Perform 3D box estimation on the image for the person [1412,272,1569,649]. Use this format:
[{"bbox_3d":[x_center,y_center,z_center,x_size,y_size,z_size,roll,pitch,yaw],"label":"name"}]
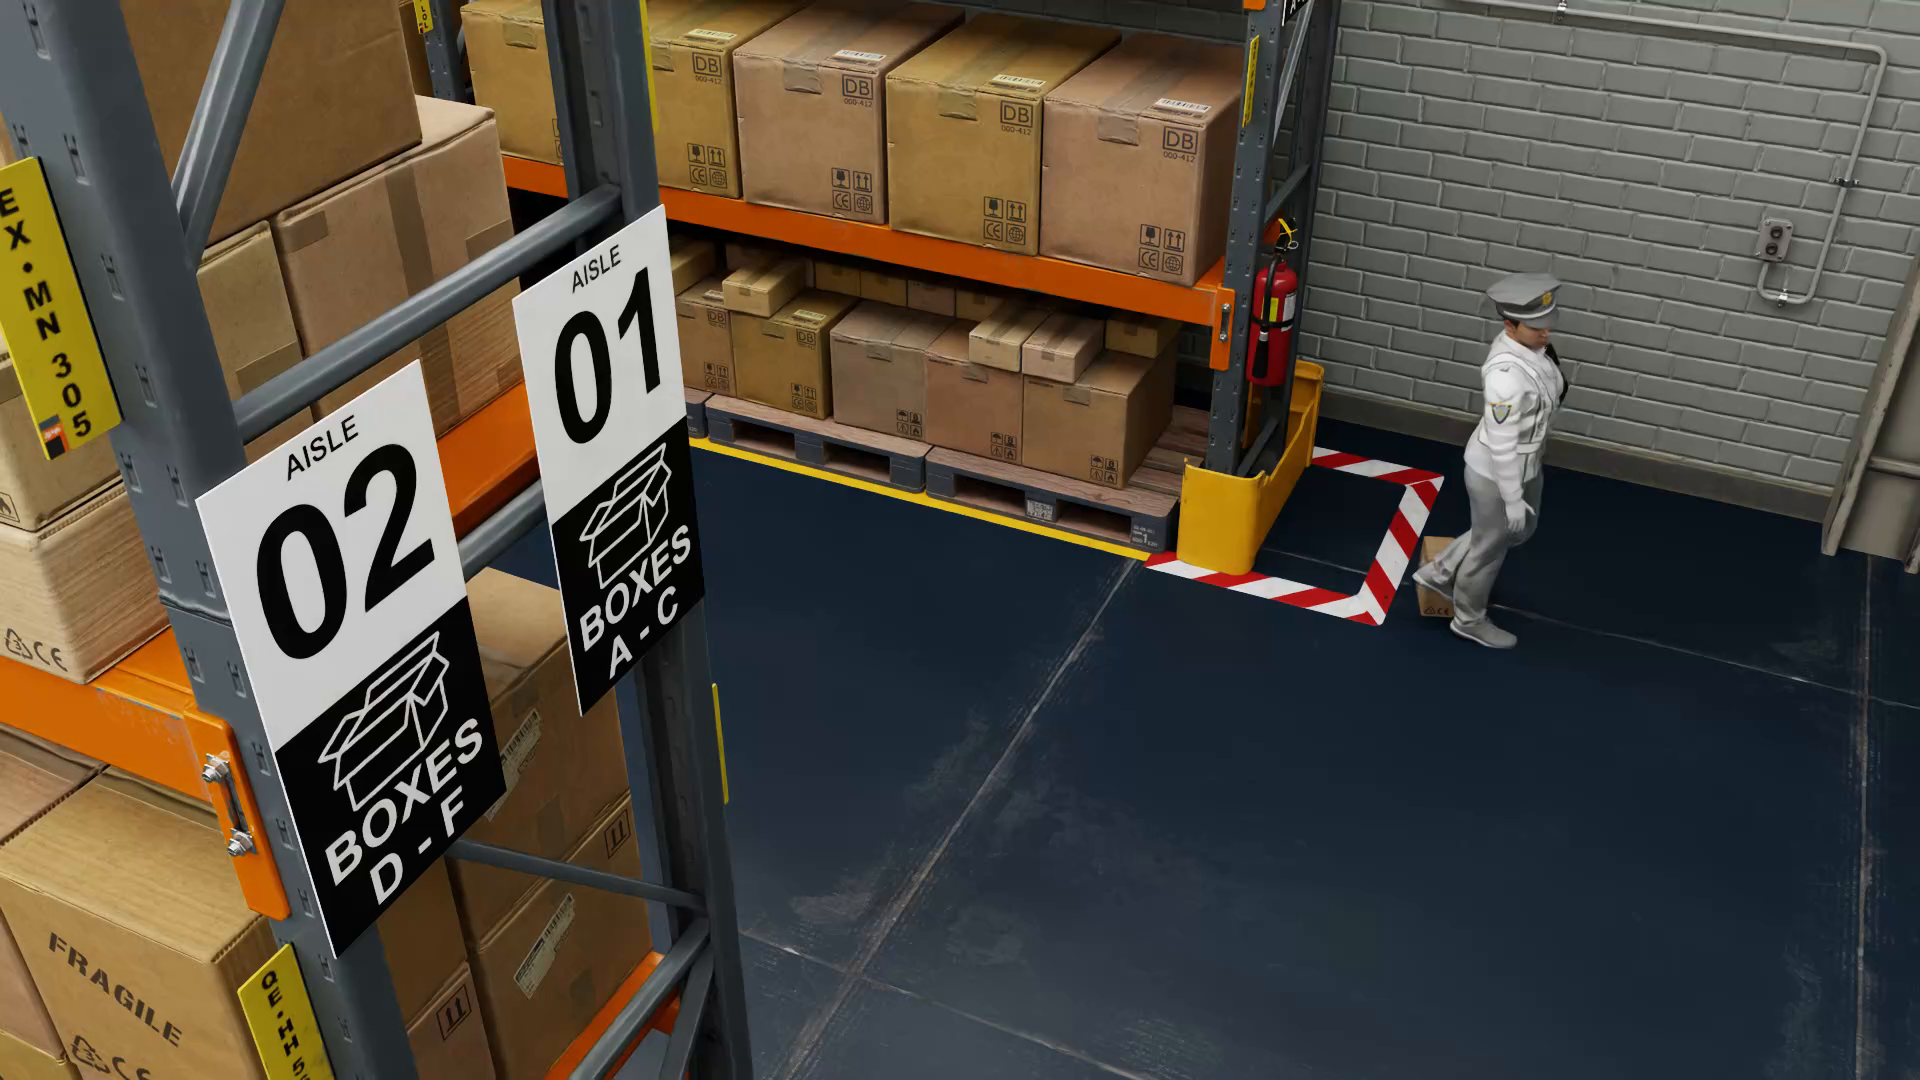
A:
[{"bbox_3d":[2.111,-0.281,6.562,0.468,1.695,0.541,14,37,20],"label":"person"}]
